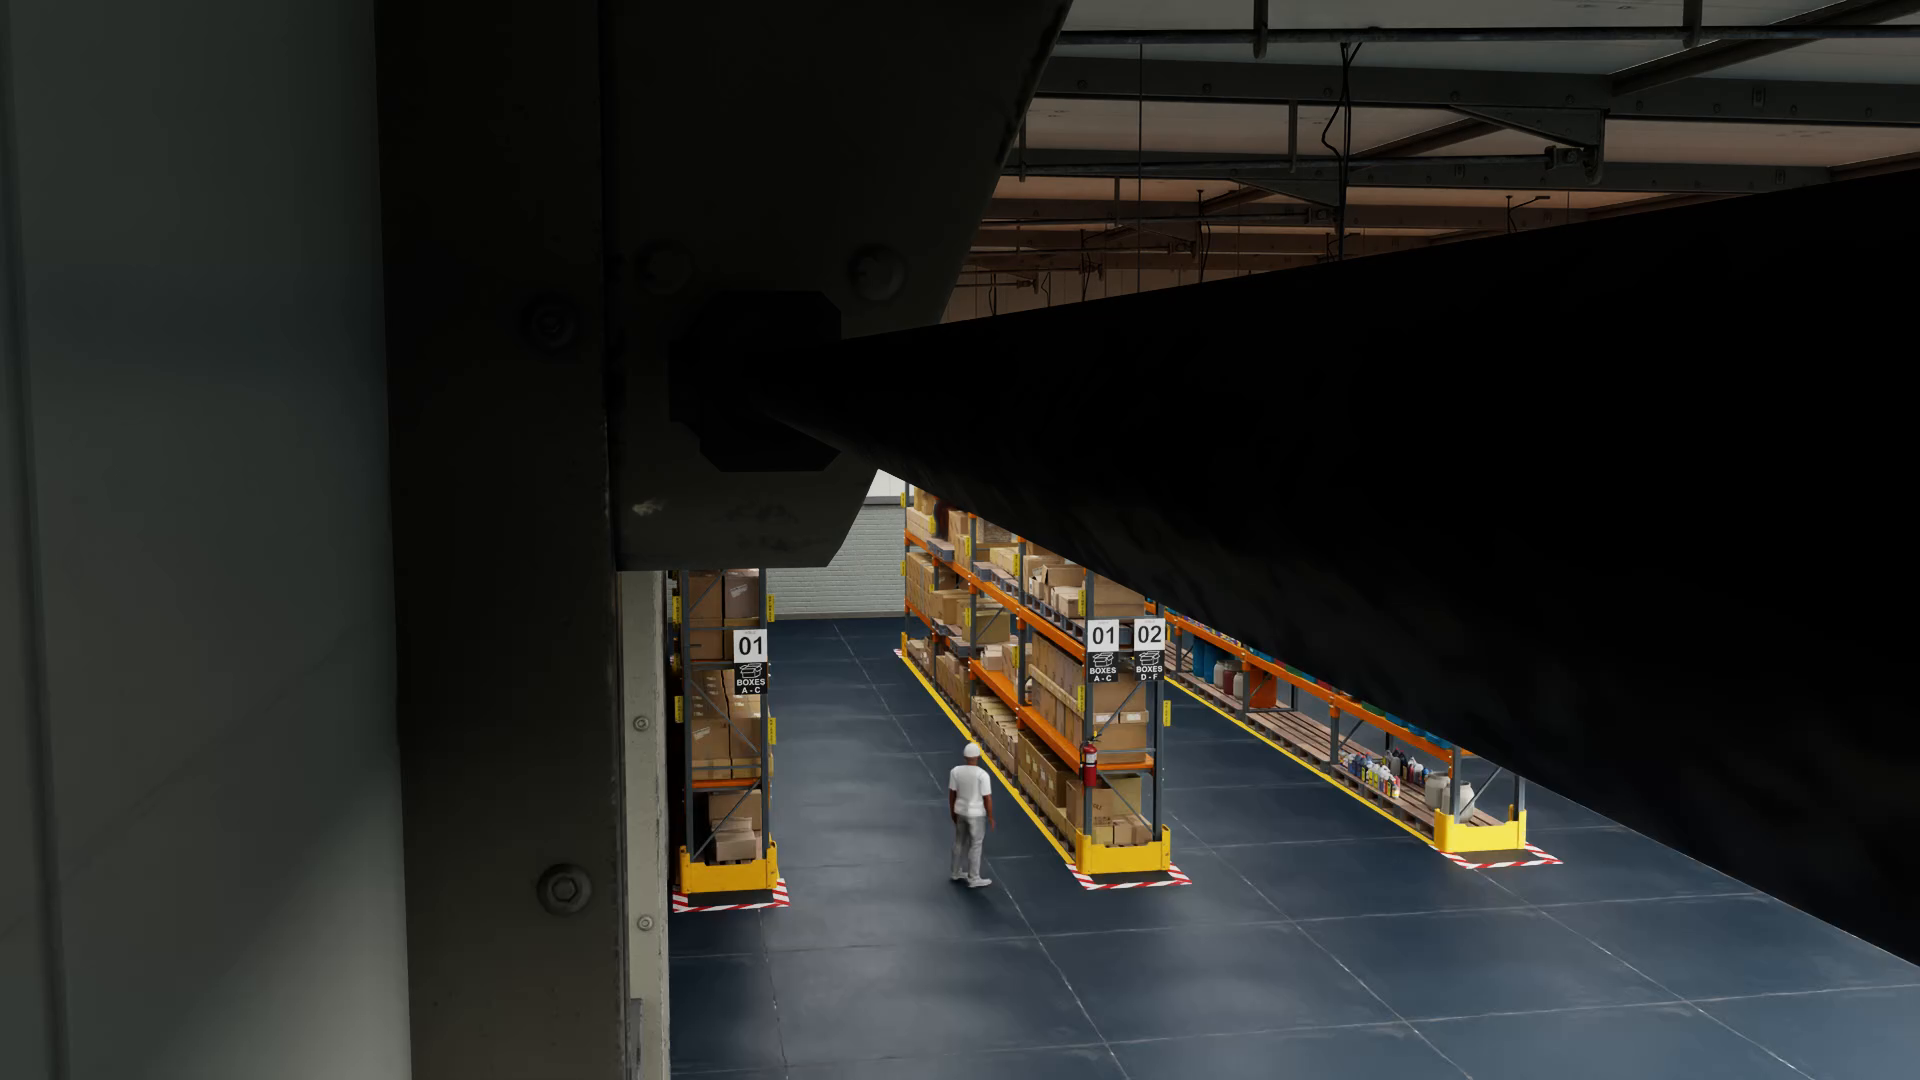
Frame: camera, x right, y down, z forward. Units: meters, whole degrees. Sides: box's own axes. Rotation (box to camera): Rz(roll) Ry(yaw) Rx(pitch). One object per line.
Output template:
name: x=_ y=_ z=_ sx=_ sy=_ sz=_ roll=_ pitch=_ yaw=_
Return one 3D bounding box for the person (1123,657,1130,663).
person: x=3.248 y=1.939 z=33.223 sx=0.478 sy=1.637 sz=0.950 roll=2 pitch=6 yaw=18

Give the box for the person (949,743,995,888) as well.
person: x=0.134 y=3.355 z=20.362 sx=0.424 sy=1.783 sz=0.674 roll=-6 pitch=8 yaw=-44
